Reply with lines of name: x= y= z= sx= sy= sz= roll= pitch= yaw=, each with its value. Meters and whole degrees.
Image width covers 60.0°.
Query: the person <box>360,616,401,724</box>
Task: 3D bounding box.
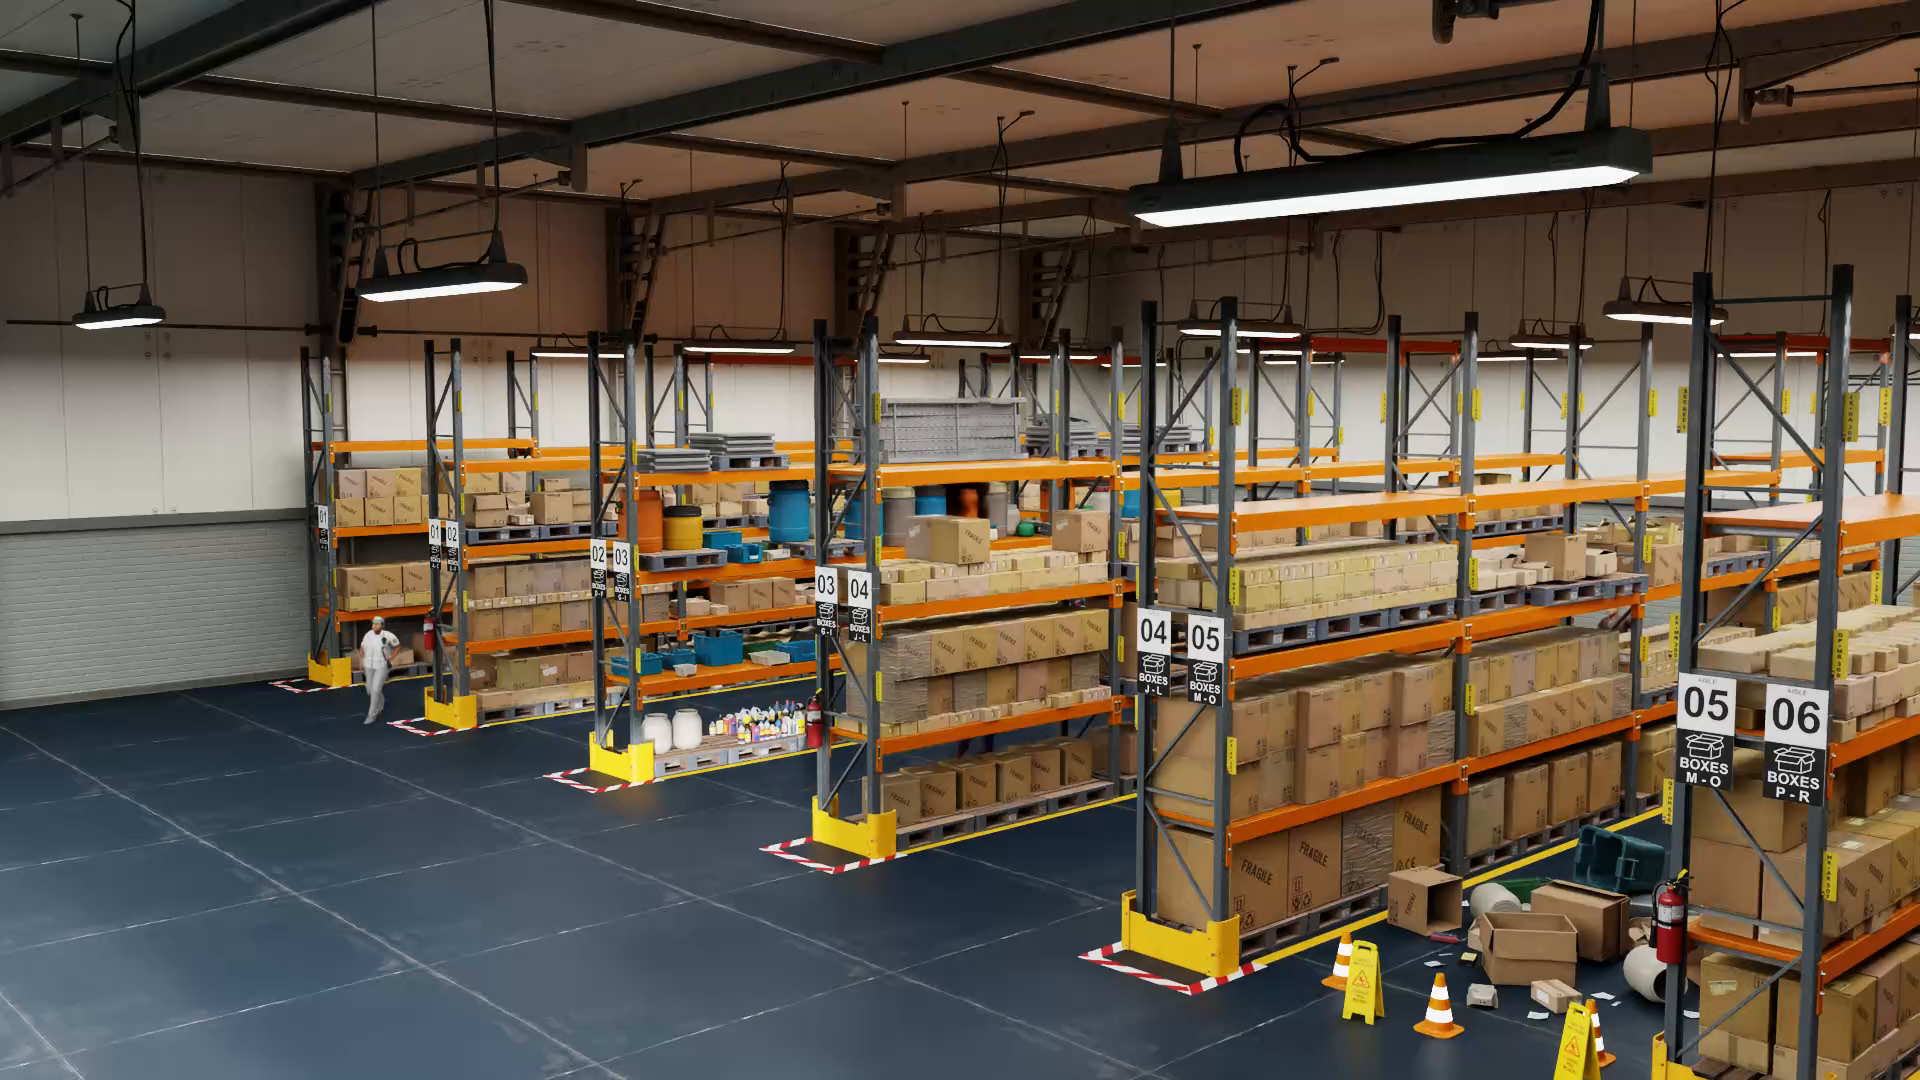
person: x=-9.200 y=2.032 z=26.374 sx=0.615 sy=1.680 sz=0.839 roll=1 pitch=5 yaw=8

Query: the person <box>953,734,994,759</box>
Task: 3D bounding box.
person: x=0.173 y=2.142 z=22.331 sx=0.597 sy=1.686 sz=0.719 roll=5 pitch=7 yaw=44

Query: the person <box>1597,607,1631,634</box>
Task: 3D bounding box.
person: x=10.981 y=1.917 z=27.808 sx=0.619 sy=1.607 sz=0.741 roll=-5 pitch=7 yaw=-43
